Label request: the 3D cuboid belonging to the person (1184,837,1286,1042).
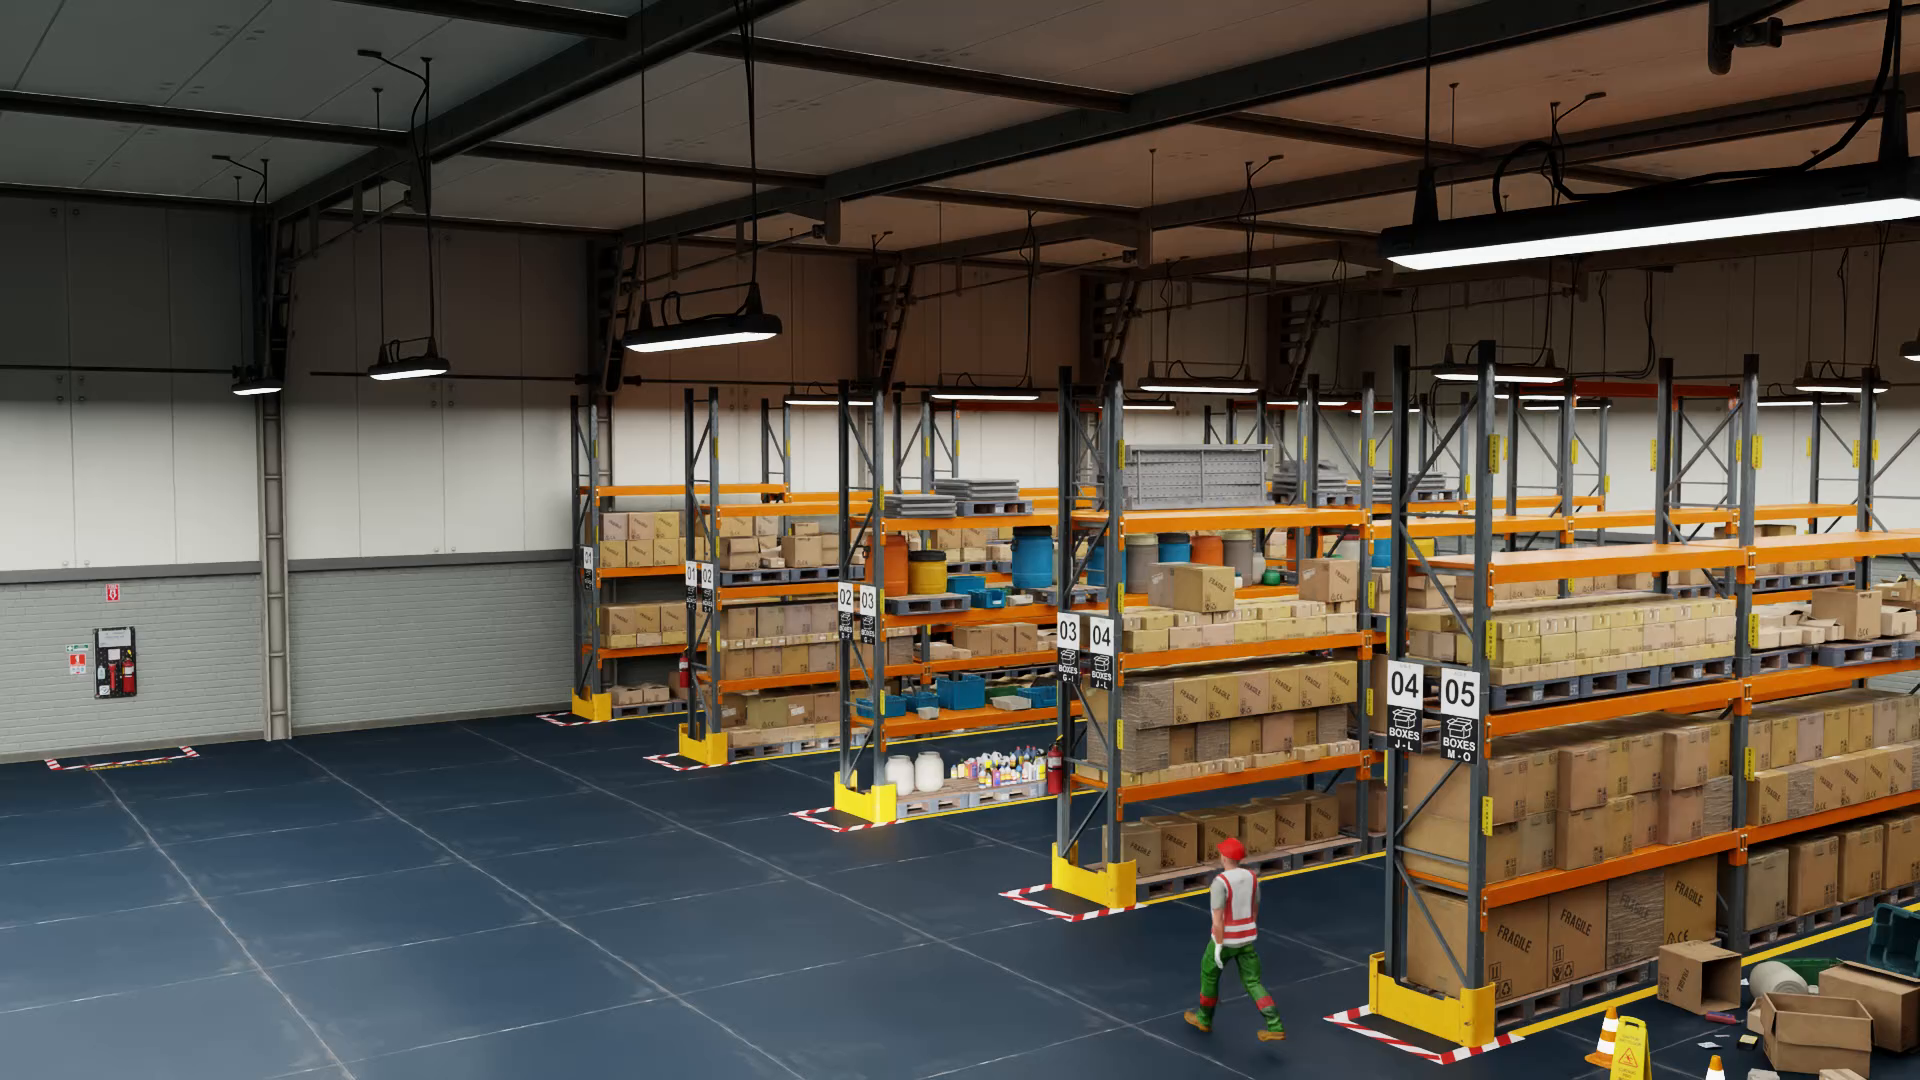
[{"bbox_3d":[2.350,3.429,14.266,0.536,1.748,1.075,-2,4,-33],"label":"person"}]
